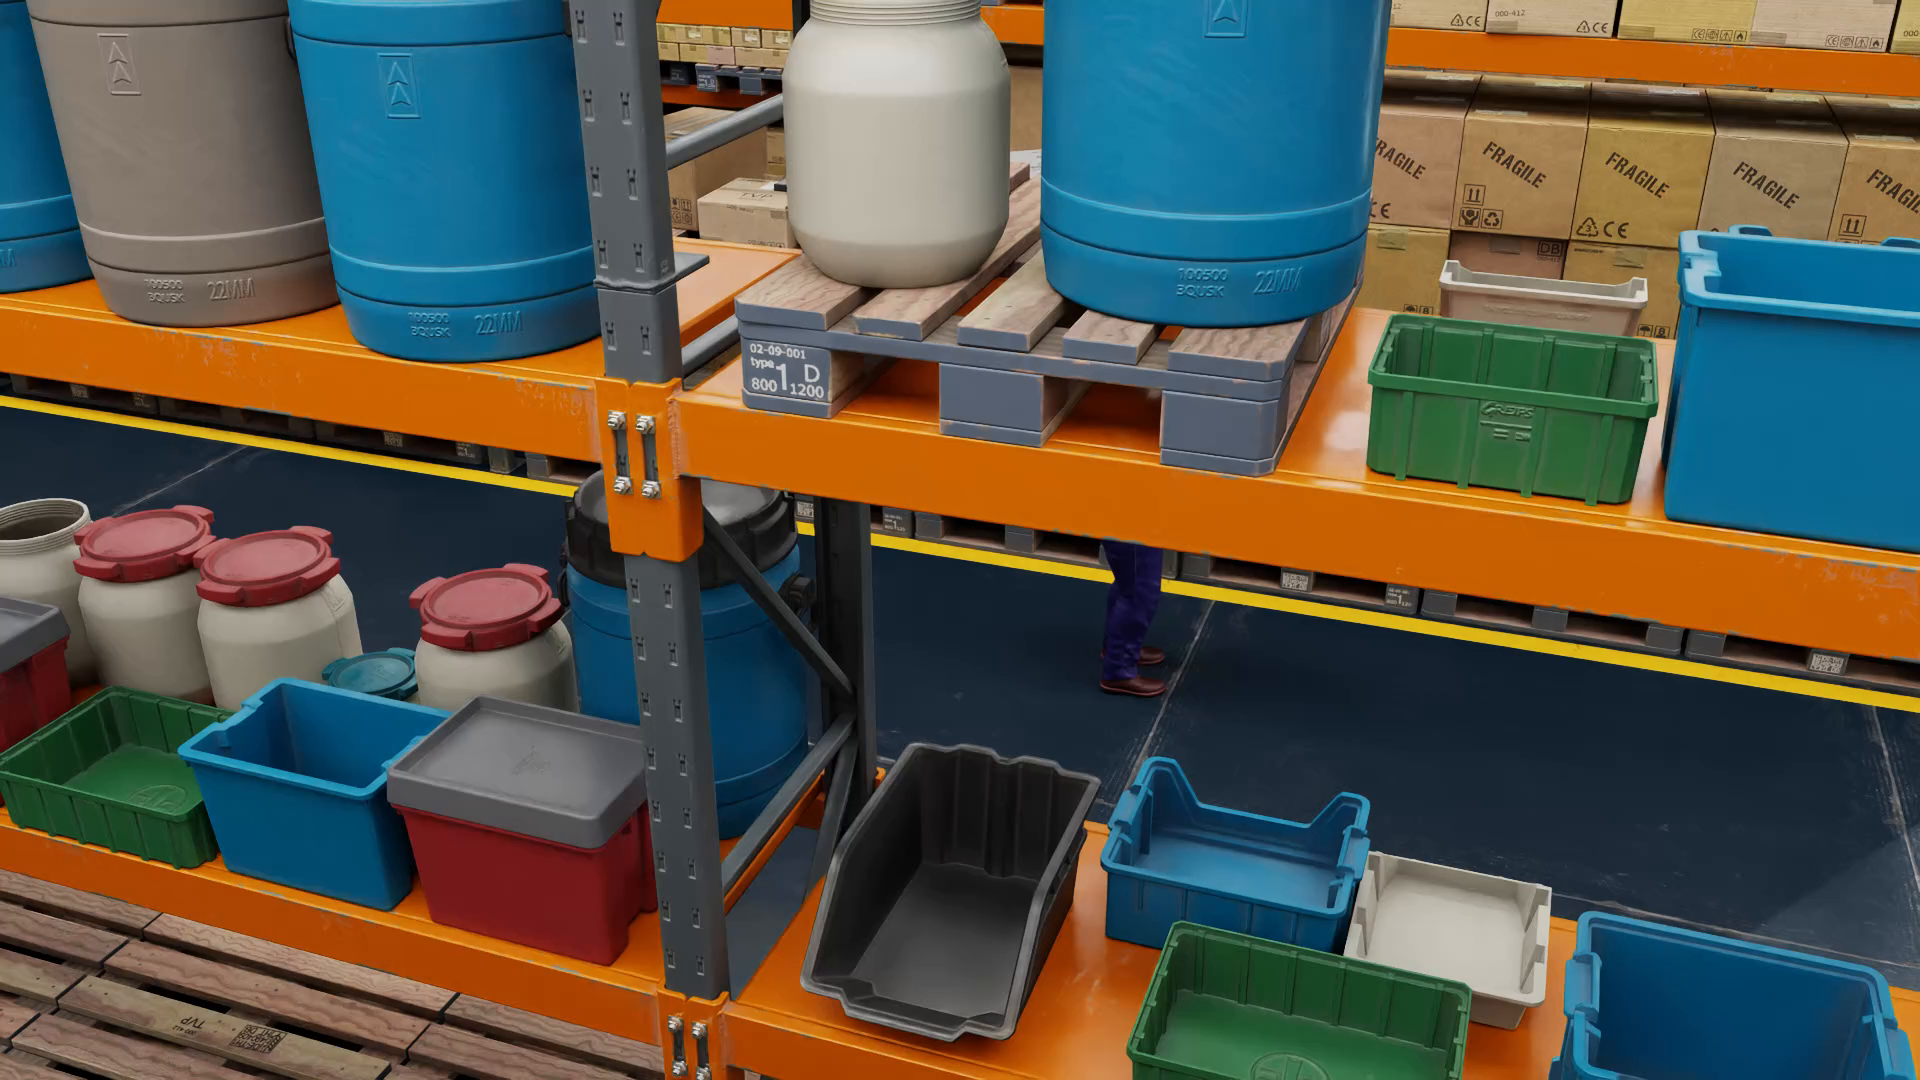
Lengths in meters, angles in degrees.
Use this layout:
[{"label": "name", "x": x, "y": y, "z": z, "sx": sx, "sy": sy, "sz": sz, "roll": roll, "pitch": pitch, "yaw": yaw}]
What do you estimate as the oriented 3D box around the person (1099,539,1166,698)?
[{"label": "person", "x": 0.849, "y": -0.112, "z": 7.372, "sx": 0.523, "sy": 1.634, "sz": 0.452, "roll": 2, "pitch": 26, "yaw": 3}]
